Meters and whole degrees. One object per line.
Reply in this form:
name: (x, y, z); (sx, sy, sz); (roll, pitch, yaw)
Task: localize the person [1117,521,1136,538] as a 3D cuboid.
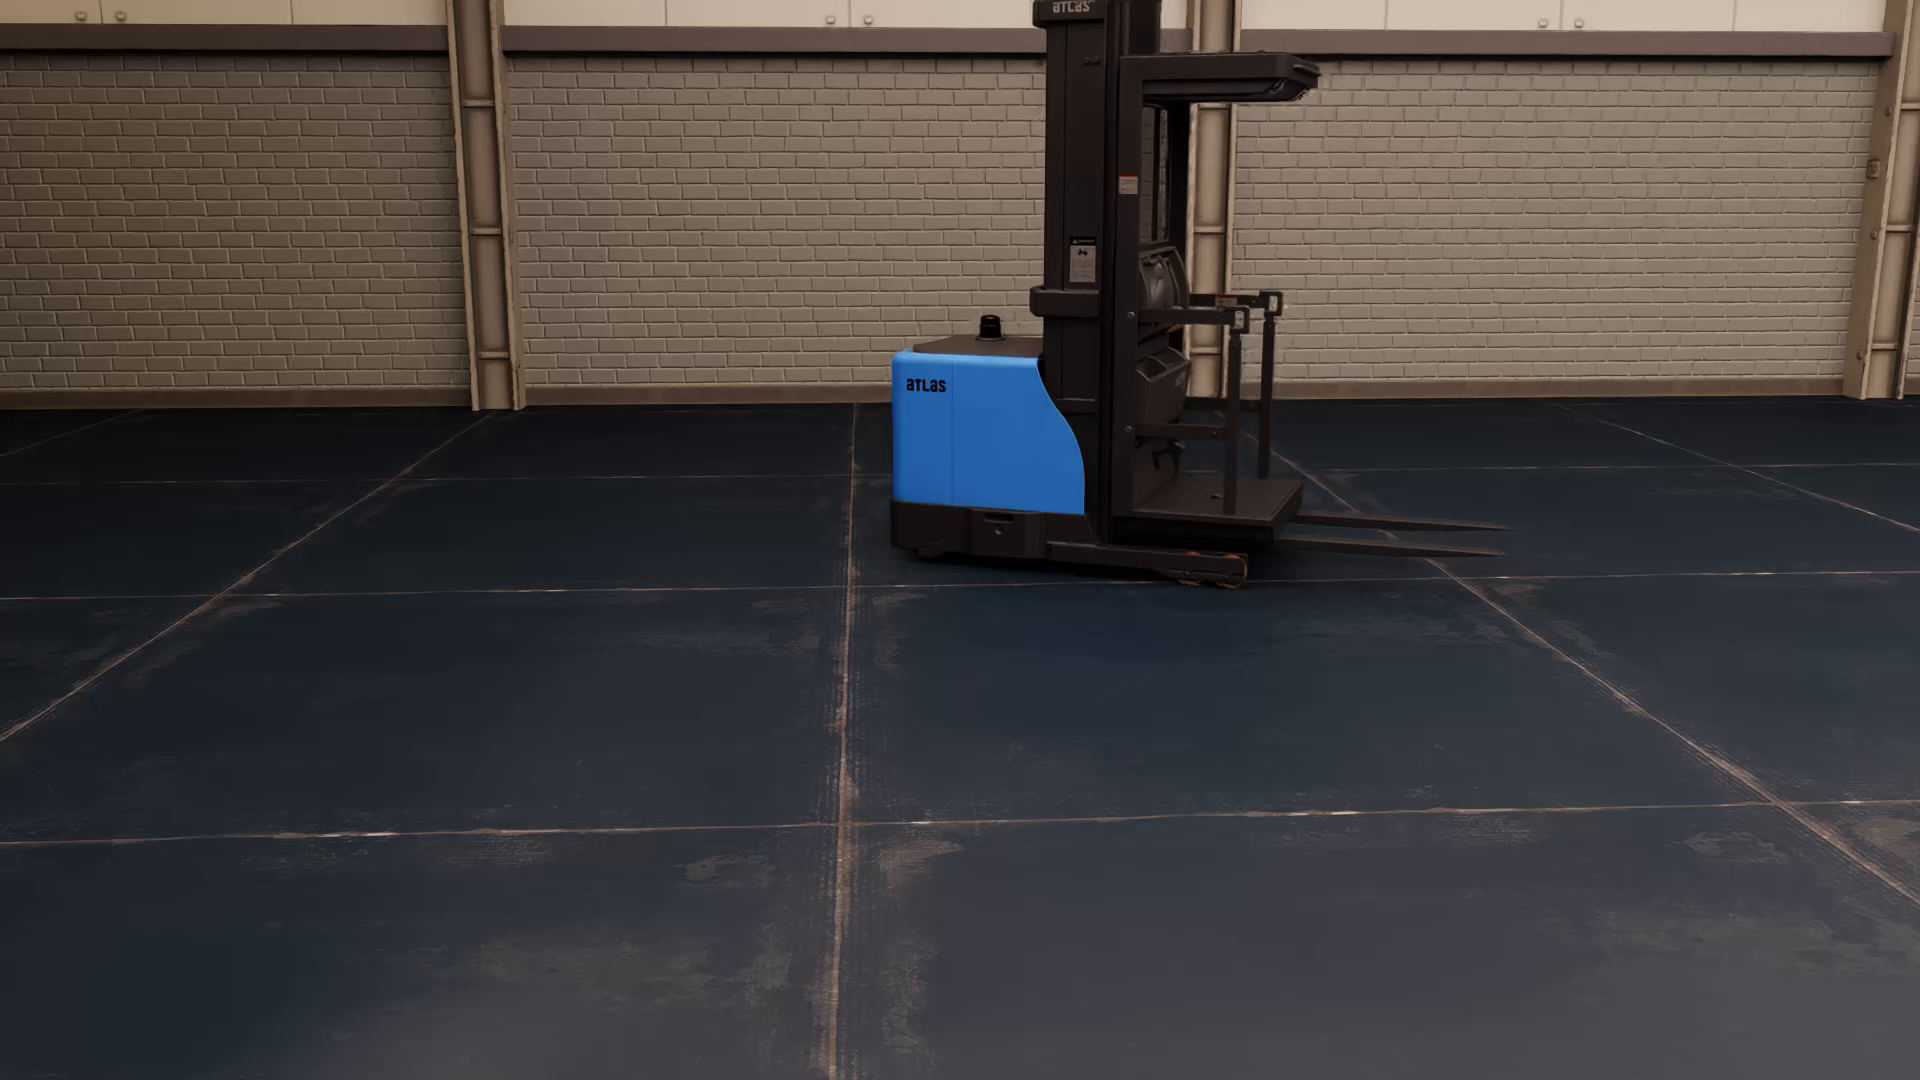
person: (0.939, -0.837, 9.108); (0.695, 1.583, 0.709); (-9, 16, -36)

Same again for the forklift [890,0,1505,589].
forklift: (1.212, -1.324, 8.310); (3.031, 2.935, 1.130); (4, 13, 19)
